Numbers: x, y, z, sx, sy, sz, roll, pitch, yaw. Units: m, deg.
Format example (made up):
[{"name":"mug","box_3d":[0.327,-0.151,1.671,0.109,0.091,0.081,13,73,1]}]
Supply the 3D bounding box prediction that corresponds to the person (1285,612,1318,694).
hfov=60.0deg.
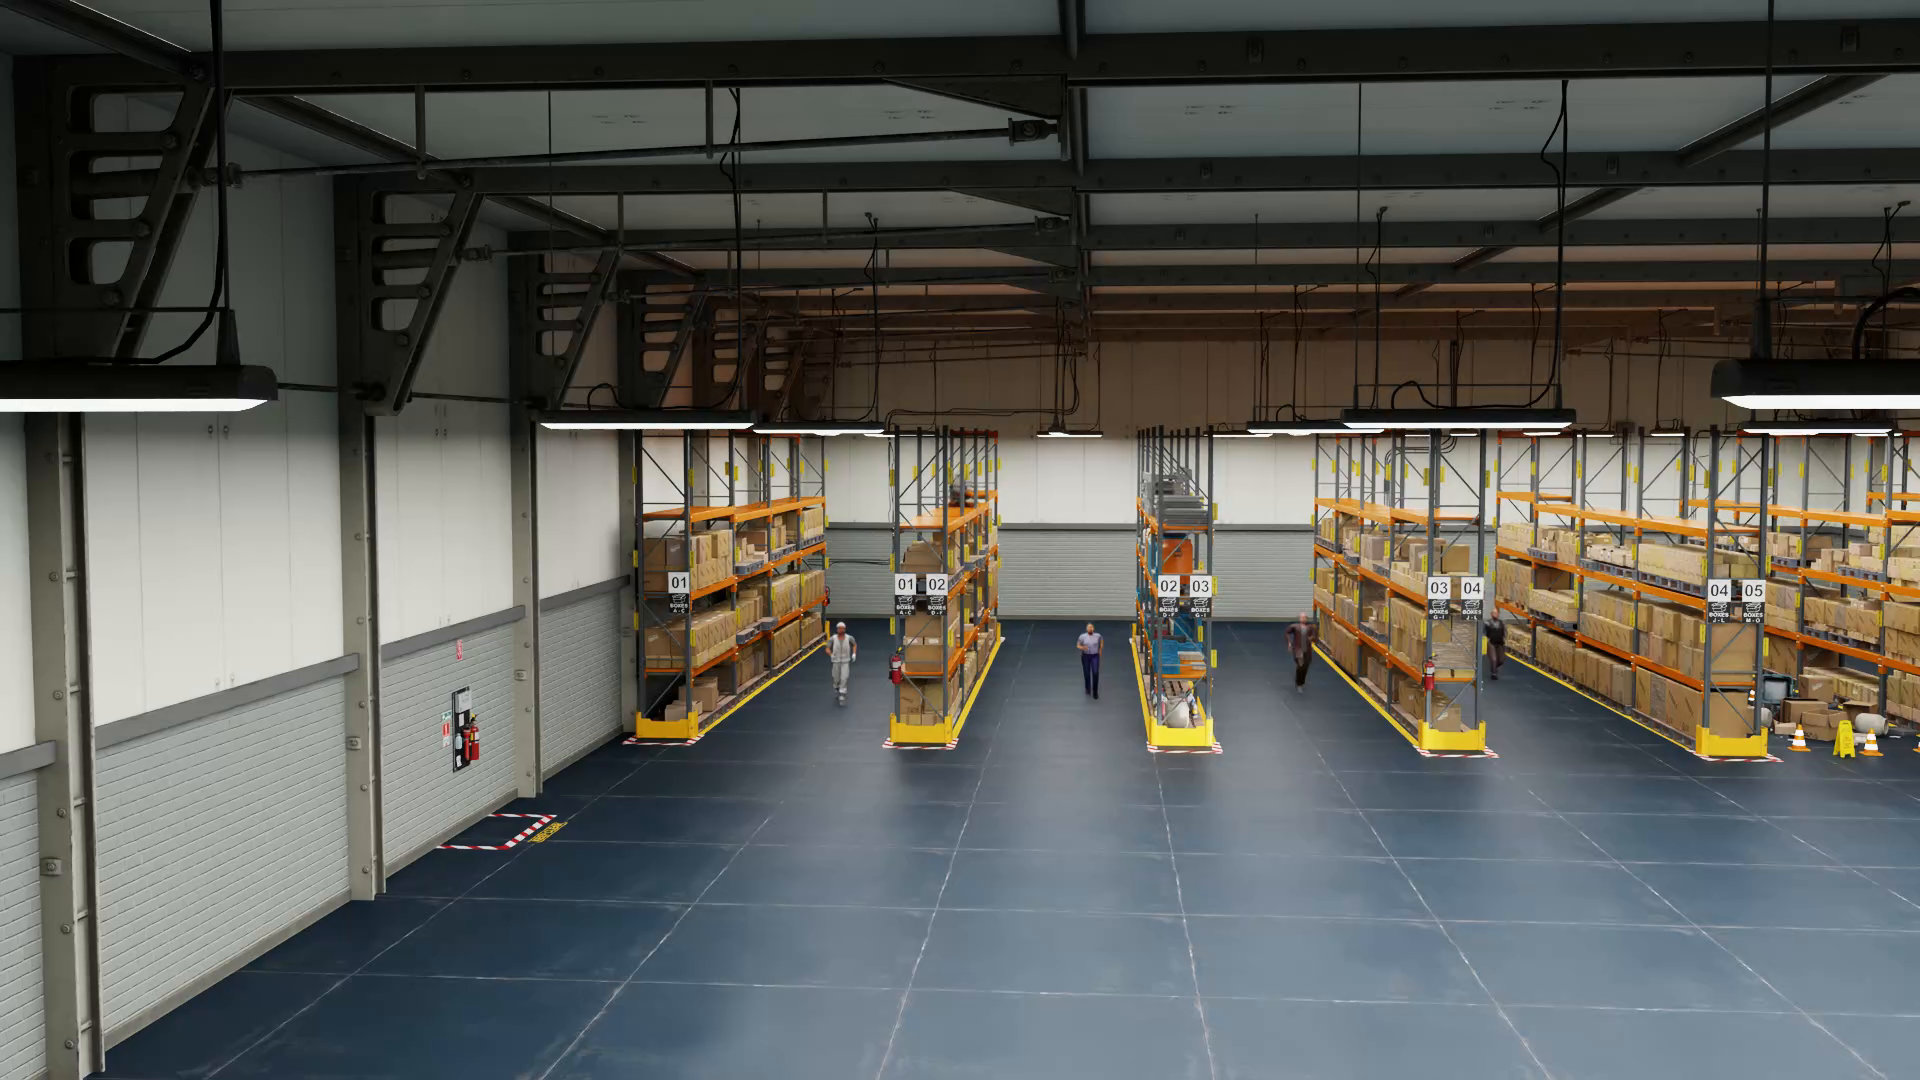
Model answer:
[{"name":"person","box_3d":[7.784,2.567,37.815,0.668,1.842,0.825,0,3,-7]}]

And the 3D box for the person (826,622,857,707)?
[{"name":"person","box_3d":[-2.569,2.667,36.059,0.685,1.790,0.833,0,3,-4]}]

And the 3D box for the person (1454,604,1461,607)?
[{"name":"person","box_3d":[13.679,2.077,46.630,0.547,1.699,0.751,-2,4,-36]}]

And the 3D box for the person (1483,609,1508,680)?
[{"name":"person","box_3d":[12.786,2.494,39.802,0.660,1.674,0.626,0,3,1]}]

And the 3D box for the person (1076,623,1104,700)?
[{"name":"person","box_3d":[2.889,2.684,36.977,0.594,1.710,0.761,0,3,6]}]
